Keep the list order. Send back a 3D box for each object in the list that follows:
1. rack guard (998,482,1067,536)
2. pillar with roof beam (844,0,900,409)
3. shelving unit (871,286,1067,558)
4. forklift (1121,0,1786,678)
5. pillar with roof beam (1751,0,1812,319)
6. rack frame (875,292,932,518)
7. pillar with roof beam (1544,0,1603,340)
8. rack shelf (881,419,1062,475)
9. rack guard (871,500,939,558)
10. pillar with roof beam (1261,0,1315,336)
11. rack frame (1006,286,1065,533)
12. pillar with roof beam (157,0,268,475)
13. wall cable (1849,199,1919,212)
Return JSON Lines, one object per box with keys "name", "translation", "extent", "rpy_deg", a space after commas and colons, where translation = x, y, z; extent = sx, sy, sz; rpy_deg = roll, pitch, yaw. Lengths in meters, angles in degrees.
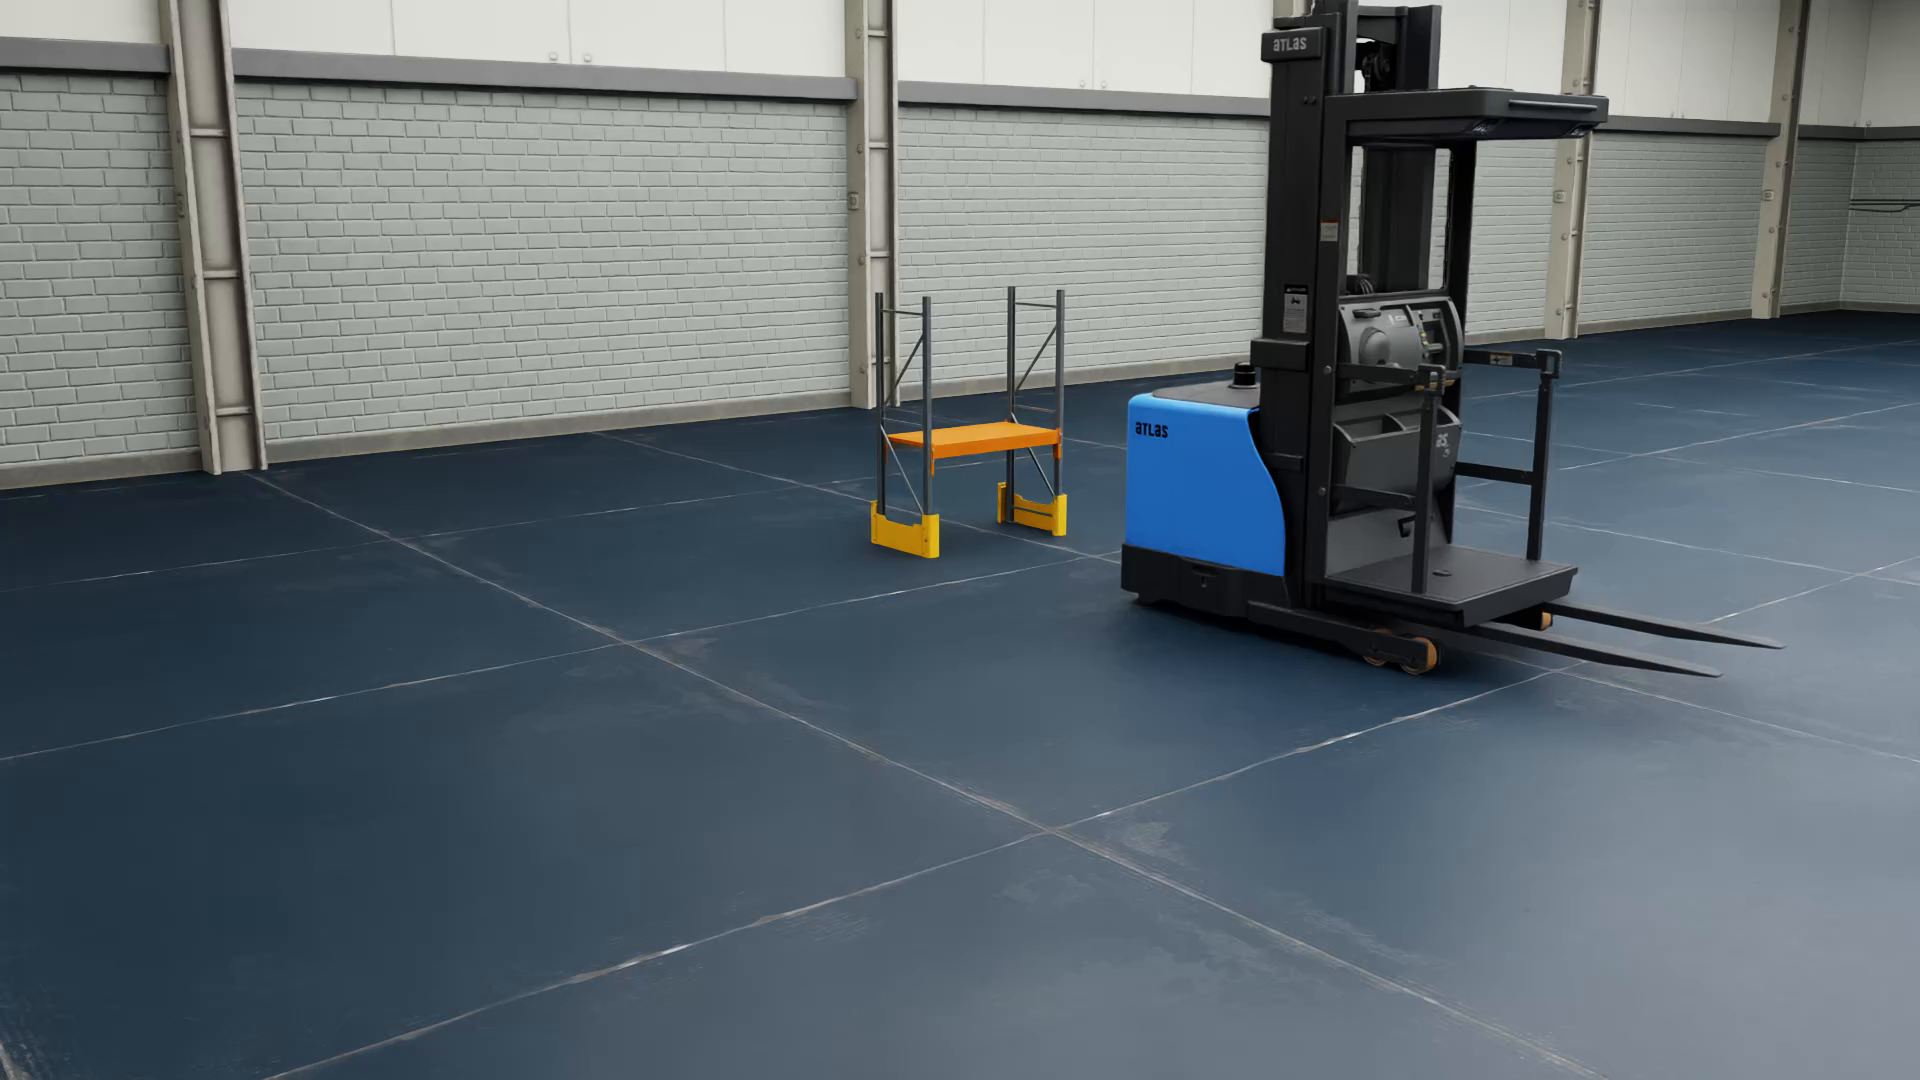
{"name": "rack guard", "translation": [0.448, -0.197, 10.454], "extent": [0.087, 0.250, 0.587], "rpy_deg": [-9, 15, -38]}
{"name": "pillar with roof beam", "translation": [1.855, -5.021, 12.108], "extent": [0.400, 9.000, 9.100], "rpy_deg": [-9, 15, -38]}
{"name": "shelving unit", "translation": [0.060, -0.744, 10.020], "extent": [1.083, 1.500, 0.587], "rpy_deg": [-9, 15, -38]}
{"name": "forklift", "translation": [2.199, -0.959, 7.588], "extent": [1.130, 2.935, 3.031], "rpy_deg": [-11, 16, -41]}
{"name": "pillar with roof beam", "translation": [15.910, -7.356, 23.108], "extent": [0.400, 9.000, 9.100], "rpy_deg": [-9, 15, -38]}
{"name": "rack frame", "translation": [-0.330, -0.679, 9.714], "extent": [0.032, 1.500, 0.500], "rpy_deg": [-9, 15, -38]}
{"name": "pillar with roof beam", "translation": [11.225, -6.578, 19.441], "extent": [0.400, 9.000, 9.100], "rpy_deg": [-9, 15, -38]}
{"name": "rack shelf", "translation": [0.067, -0.569, 10.062], "extent": [1.000, 0.185, 0.538], "rpy_deg": [-9, 15, -38]}
{"name": "rack guard", "translation": [-0.329, -0.068, 9.845], "extent": [0.087, 0.250, 0.587], "rpy_deg": [-9, 15, -38]}
{"name": "pillar with roof beam", "translation": [6.540, -5.799, 15.775], "extent": [0.400, 9.000, 9.100], "rpy_deg": [-9, 15, -38]}
{"name": "rack frame", "translation": [0.464, -0.811, 10.336], "extent": [0.032, 1.500, 0.500], "rpy_deg": [-9, 15, -38]}
{"name": "pillar with roof beam", "translation": [-2.830, -4.242, 8.442], "extent": [0.400, 9.000, 9.100], "rpy_deg": [-9, 15, -38]}
{"name": "wall cable", "translation": [16.347, -6.703, 27.509], "extent": [0.112, 2.526, 3.097], "rpy_deg": [-9, 15, -38]}
